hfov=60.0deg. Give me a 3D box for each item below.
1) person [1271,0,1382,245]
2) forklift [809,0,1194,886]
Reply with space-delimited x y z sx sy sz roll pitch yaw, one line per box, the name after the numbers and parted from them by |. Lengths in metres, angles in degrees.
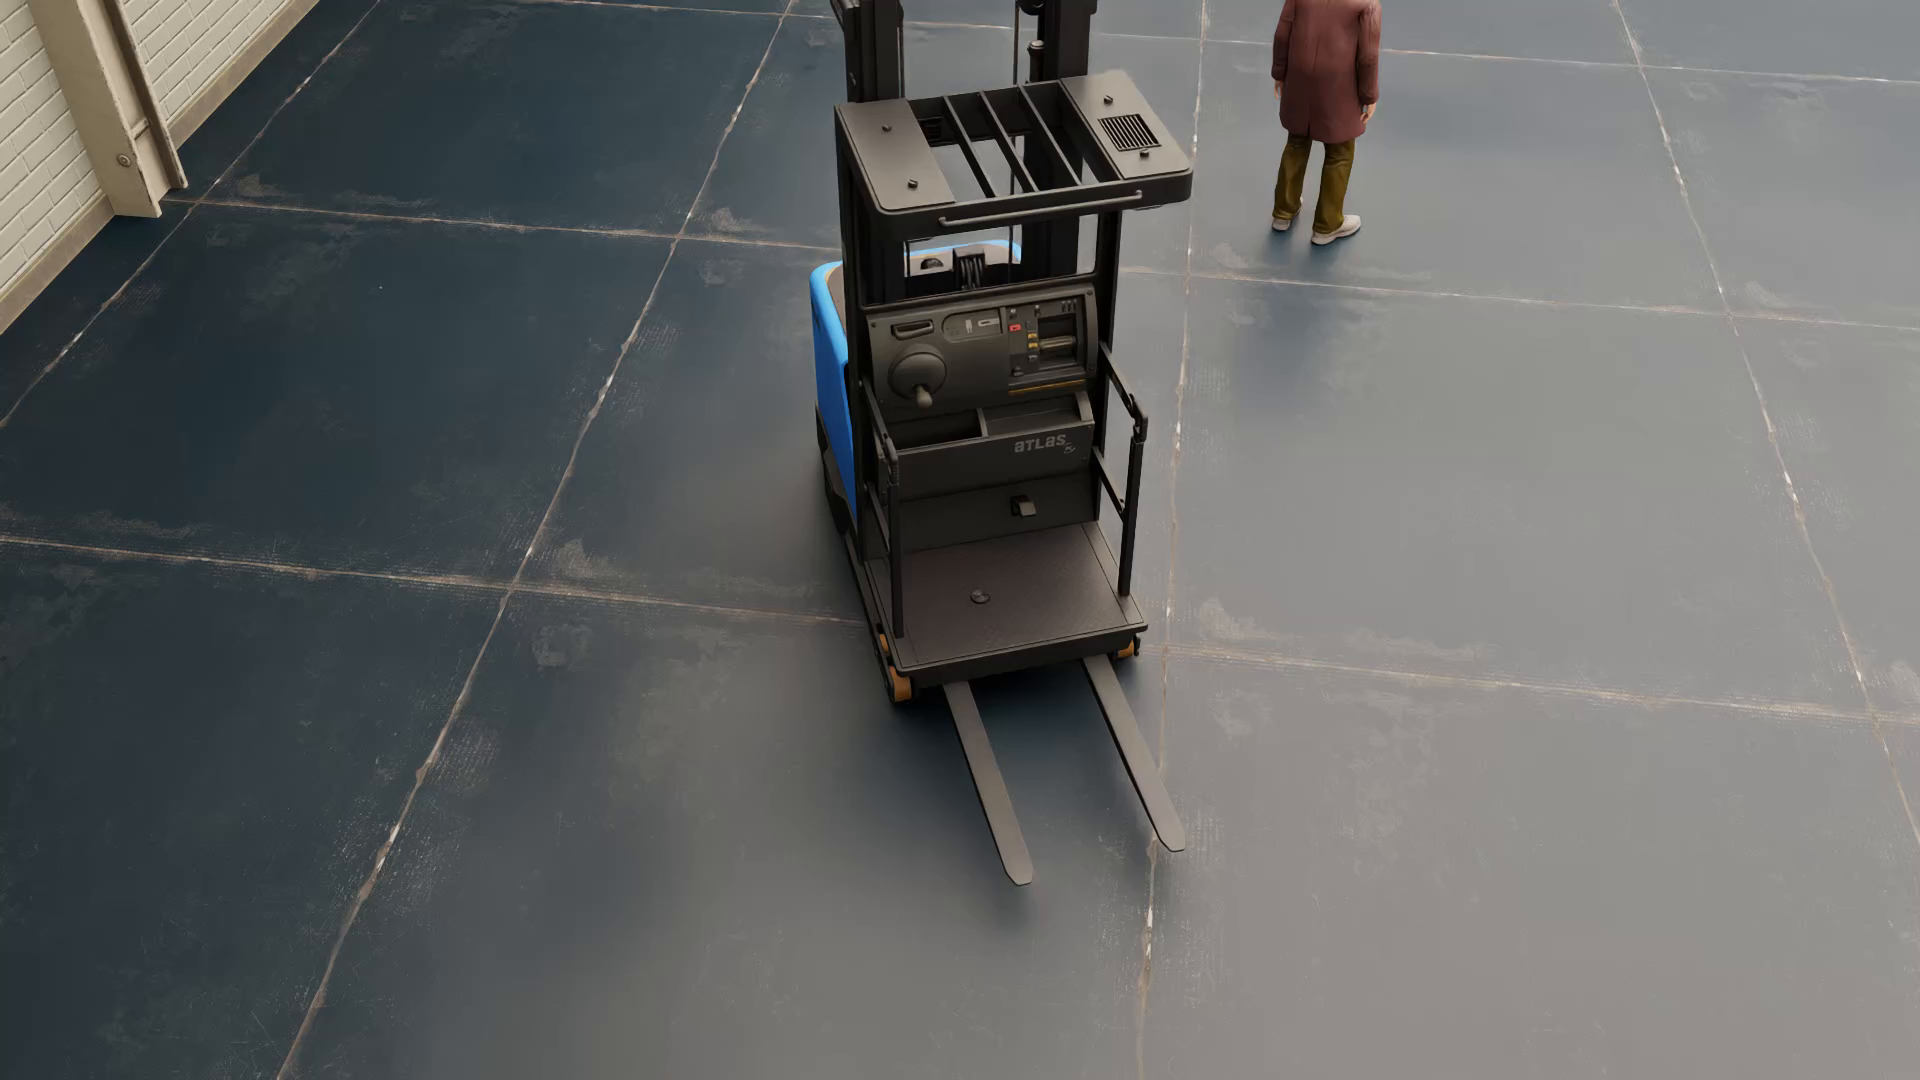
2.045 -2.536 9.342 0.646 1.772 0.436 25 48 25 | person
0.153 -0.681 6.465 1.130 2.935 3.031 -10 44 -11 | forklift
